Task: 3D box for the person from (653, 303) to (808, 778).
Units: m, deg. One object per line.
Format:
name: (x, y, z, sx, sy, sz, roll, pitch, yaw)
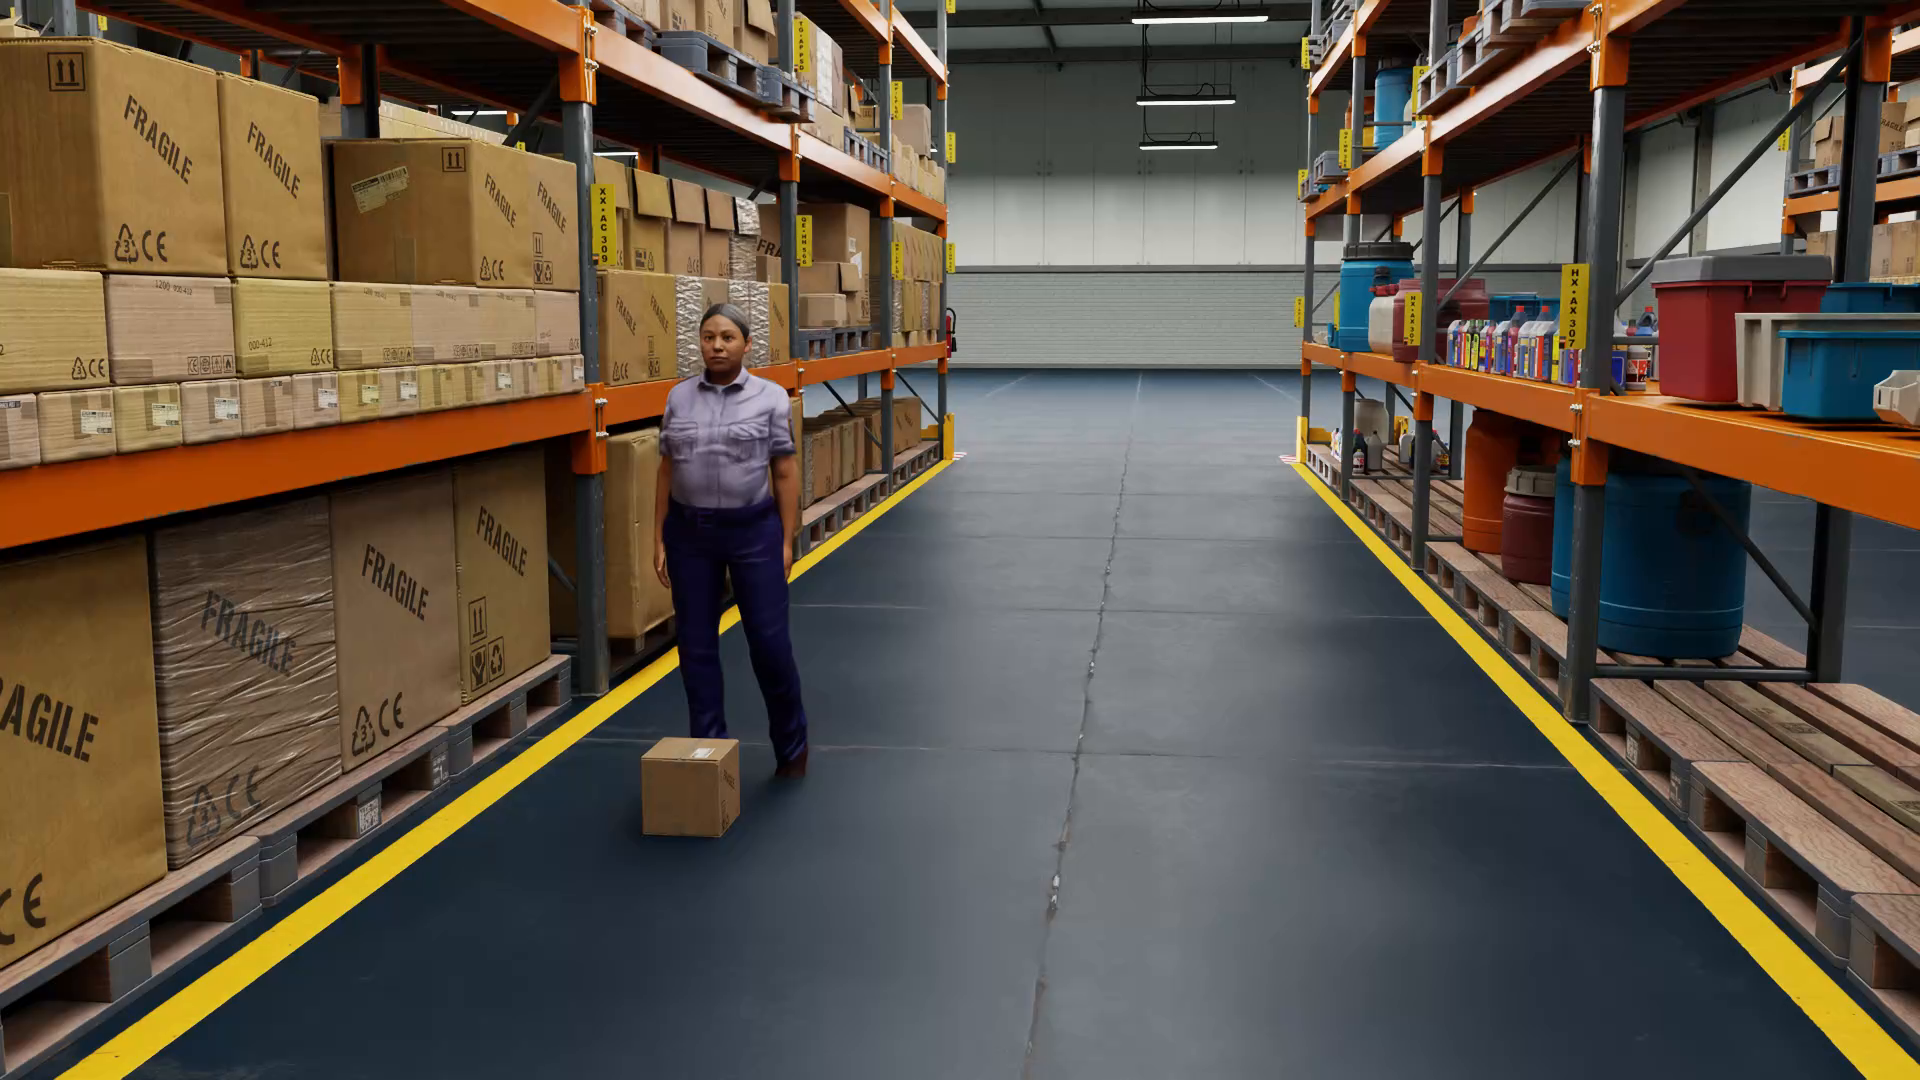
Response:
person: (-0.796, 0.061, 5.655, 0.492, 1.714, 0.488, 1, 8, 6)
